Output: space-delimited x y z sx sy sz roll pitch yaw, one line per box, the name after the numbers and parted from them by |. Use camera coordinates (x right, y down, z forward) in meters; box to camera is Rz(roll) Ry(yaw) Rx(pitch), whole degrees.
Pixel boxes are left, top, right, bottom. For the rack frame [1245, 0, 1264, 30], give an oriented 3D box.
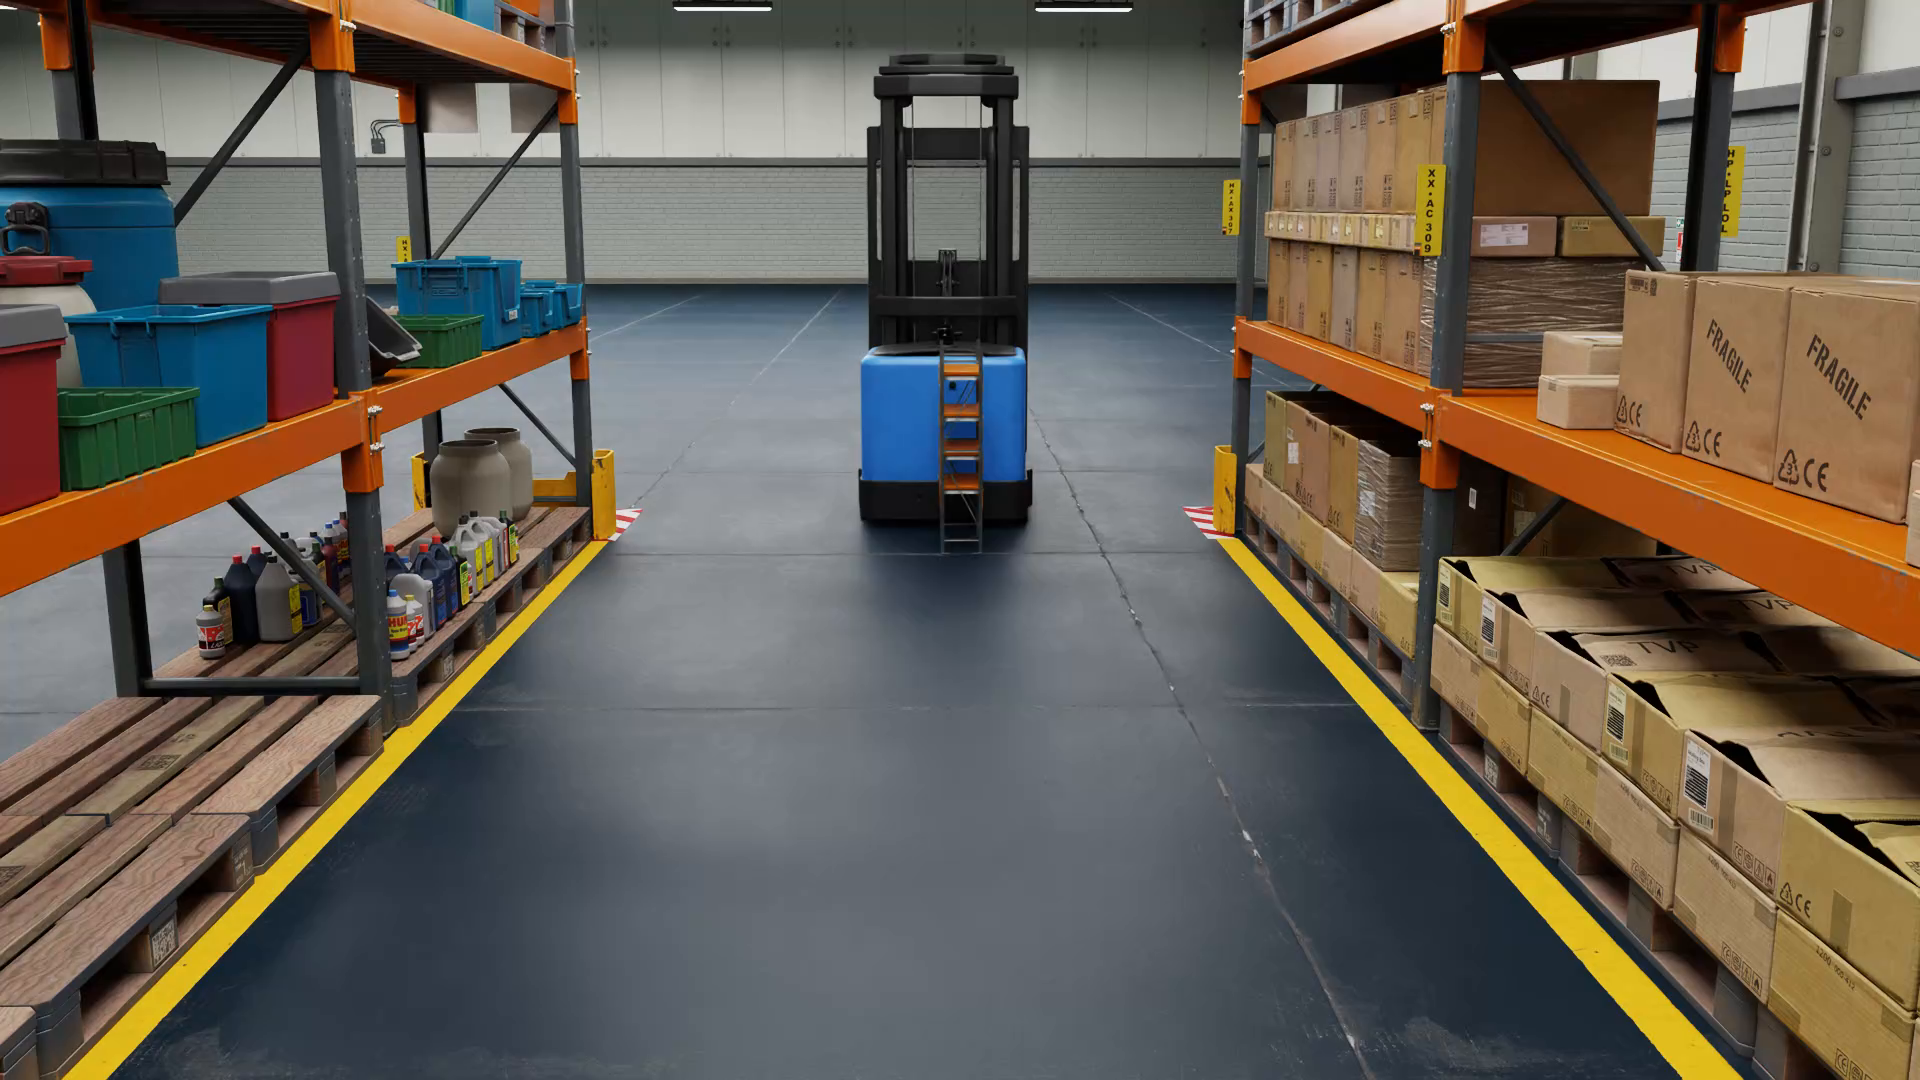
2.186 -4.478 9.498 1.000 3.000 0.127 0 11 -1 | rack frame

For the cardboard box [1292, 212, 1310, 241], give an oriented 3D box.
1.994 -1.673 8.881 0.380 0.149 0.250 0 11 -2 | cardboard box

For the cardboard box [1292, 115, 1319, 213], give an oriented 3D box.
2.200 -2.015 8.931 0.700 0.500 0.500 -1 11 -3 | cardboard box

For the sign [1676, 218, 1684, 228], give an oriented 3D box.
7.964 -3.494 18.314 0.001 0.109 0.331 0 11 -1 | sign

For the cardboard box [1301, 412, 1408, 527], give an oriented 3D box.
2.003 -0.358 8.252 0.500 0.500 0.500 0 11 -1 | cardboard box

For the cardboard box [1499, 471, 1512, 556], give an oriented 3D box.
2.554 -0.161 7.283 0.500 0.500 0.500 0 11 -1 | cardboard box

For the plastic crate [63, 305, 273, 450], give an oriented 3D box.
-2.350 -0.497 5.005 0.392 0.384 0.575 0 11 -1 | plastic crate

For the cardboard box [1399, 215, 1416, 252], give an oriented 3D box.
2.038 -1.264 6.862 0.380 0.149 0.250 -1 11 -3 | cardboard box

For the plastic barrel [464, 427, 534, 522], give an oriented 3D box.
-2.676 -0.374 9.560 0.421 0.512 0.421 0 11 0 | plastic barrel

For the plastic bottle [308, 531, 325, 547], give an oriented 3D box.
-3.027 0.093 7.810 0.097 0.271 0.097 0 11 0 | plastic bottle

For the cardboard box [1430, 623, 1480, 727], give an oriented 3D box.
2.029 0.480 6.006 0.500 0.250 0.500 -1 11 -3 | cardboard box

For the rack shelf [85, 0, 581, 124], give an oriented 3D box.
-2.725 -2.238 7.811 1.077 0.370 4.000 0 11 -1 | rack shelf

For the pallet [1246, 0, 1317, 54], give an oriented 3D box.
2.175 -2.824 9.112 1.003 0.211 1.213 0 11 -1 | pallet

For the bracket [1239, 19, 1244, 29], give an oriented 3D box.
6.986 -12.643 40.692 0.235 0.232 0.430 0 11 -1 | bracket

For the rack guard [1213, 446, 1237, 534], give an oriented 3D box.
2.186 -0.317 10.366 1.175 0.500 0.348 0 11 -1 | rack guard

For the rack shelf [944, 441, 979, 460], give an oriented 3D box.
0.003 -0.528 9.783 0.221 0.050 0.457 0 11 -1 | rack shelf

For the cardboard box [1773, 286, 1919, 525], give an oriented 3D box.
2.300 -0.330 3.890 0.500 0.500 0.500 -1 11 -4 | cardboard box

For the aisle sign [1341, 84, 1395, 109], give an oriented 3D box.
2.478 -2.826 9.906 0.394 0.787 0.004 0 11 -1 | aisle sign

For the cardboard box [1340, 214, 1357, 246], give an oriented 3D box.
2.016 -1.468 7.867 0.380 0.149 0.250 0 11 1 | cardboard box

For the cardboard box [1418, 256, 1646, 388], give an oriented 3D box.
2.253 -0.880 6.600 0.700 0.500 0.500 -1 11 -3 | cardboard box

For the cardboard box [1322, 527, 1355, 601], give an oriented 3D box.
2.015 0.109 7.836 0.500 0.250 0.500 0 11 -1 | cardboard box

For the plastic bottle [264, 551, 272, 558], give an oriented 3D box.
-3.034 0.195 7.277 0.061 0.283 0.133 1 11 3 | plastic bottle

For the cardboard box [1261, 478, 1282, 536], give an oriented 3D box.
1.989 -0.189 9.306 0.500 0.250 0.500 0 11 -1 | cardboard box

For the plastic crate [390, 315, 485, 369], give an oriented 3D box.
-2.429 -0.890 7.435 0.450 0.188 0.662 0 11 -1 | plastic crate

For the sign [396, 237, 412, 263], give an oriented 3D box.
-3.316 -1.652 9.963 0.100 0.325 0.005 0 11 -1 | sign

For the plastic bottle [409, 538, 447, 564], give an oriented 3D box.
-2.446 0.118 7.679 0.152 0.276 0.135 0 11 -1 | plastic bottle

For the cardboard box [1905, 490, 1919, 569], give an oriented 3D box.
2.057 -0.002 3.156 0.380 0.149 0.250 0 11 -1 | cardboard box

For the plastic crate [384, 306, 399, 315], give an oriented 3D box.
-3.069 -1.210 9.141 0.298 0.136 0.250 0 11 -1 | plastic crate

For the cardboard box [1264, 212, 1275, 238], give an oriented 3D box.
1.979 -1.826 9.631 0.380 0.149 0.250 0 11 -2 | cardboard box

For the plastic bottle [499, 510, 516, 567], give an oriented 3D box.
-2.269 -0.016 8.319 0.061 0.283 0.133 0 11 0 | plastic bottle

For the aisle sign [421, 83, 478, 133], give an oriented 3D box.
-3.061 -2.805 9.804 0.394 0.787 0.004 0 11 -1 | aisle sign

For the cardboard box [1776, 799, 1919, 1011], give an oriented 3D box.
2.077 0.713 3.449 0.500 0.311 0.500 0 11 -2 | cardboard box

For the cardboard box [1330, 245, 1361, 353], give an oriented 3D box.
2.218 -1.186 8.110 0.700 0.500 0.500 0 11 1 | cardboard box

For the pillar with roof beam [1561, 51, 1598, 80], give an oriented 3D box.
3.466 -6.731 20.604 9.100 9.000 0.400 0 11 -1 | pillar with roof beam

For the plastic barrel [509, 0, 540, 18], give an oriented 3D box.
-2.629 -3.308 9.141 0.600 0.830 0.708 0 11 -1 | plastic barrel

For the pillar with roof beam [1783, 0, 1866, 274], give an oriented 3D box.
3.590 -5.538 14.725 9.100 9.000 0.400 0 11 -1 | pillar with roof beam

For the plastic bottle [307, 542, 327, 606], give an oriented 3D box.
-2.894 0.158 7.462 0.061 0.283 0.133 0 11 -1 | plastic bottle

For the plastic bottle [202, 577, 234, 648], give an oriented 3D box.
-3.023 0.298 6.769 0.061 0.283 0.133 0 11 2 | plastic bottle

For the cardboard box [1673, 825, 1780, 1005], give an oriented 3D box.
2.075 0.888 3.996 0.500 0.250 0.500 0 11 0 | cardboard box

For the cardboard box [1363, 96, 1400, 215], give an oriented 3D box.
2.232 -1.716 7.457 0.700 0.500 0.500 0 11 -1 | cardboard box

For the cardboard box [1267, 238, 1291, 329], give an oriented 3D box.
2.183 -1.494 9.627 0.700 0.500 0.500 0 11 -1 | cardboard box

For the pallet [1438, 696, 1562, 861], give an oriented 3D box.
2.323 0.770 5.731 1.003 0.211 1.213 0 11 -1 | pallet

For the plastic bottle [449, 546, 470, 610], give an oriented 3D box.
-2.251 0.160 7.452 0.061 0.283 0.133 0 11 1 | plastic bottle

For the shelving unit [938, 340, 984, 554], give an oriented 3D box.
0.003 -0.555 9.778 0.258 1.200 0.503 0 11 -1 | shelving unit

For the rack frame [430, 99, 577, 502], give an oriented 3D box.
-2.770 -1.518 9.998 0.949 2.616 0.053 0 11 -1 | rack frame

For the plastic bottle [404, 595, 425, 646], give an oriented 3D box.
-2.256 0.327 6.833 0.097 0.201 0.097 0 11 0 | plastic bottle

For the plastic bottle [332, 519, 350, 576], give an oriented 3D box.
-3.033 0.033 8.107 0.097 0.271 0.097 0 11 0 | plastic bottle

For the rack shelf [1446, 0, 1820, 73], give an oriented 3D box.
2.310 -1.462 3.989 1.077 0.370 4.000 0 11 -1 | rack shelf

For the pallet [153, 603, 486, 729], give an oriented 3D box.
-2.656 0.510 7.015 1.003 0.211 1.213 0 11 -1 | pallet

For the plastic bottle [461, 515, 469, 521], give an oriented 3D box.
-2.419 0.012 8.183 0.061 0.283 0.133 0 11 -1 | plastic bottle

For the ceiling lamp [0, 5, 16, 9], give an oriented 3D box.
-19.267 -12.309 33.420 2.000 3.185 0.800 0 11 -1 | ceiling lamp

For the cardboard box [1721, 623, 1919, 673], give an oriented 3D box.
2.589 0.406 4.961 0.500 0.311 0.500 0 11 -1 | cardboard box

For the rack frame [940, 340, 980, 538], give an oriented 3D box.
-0.002 -0.604 10.017 0.240 1.200 0.015 0 11 -1 | rack frame

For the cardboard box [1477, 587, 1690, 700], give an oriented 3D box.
2.033 0.307 5.450 0.500 0.311 0.500 0 11 -2 | cardboard box

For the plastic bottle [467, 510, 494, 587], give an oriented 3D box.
-2.302 0.038 7.881 0.144 0.351 0.185 0 11 1 | plastic bottle

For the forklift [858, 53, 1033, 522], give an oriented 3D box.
-1.128 -1.682 9.045 3.137 3.703 7.990 0 11 1 | forklift
